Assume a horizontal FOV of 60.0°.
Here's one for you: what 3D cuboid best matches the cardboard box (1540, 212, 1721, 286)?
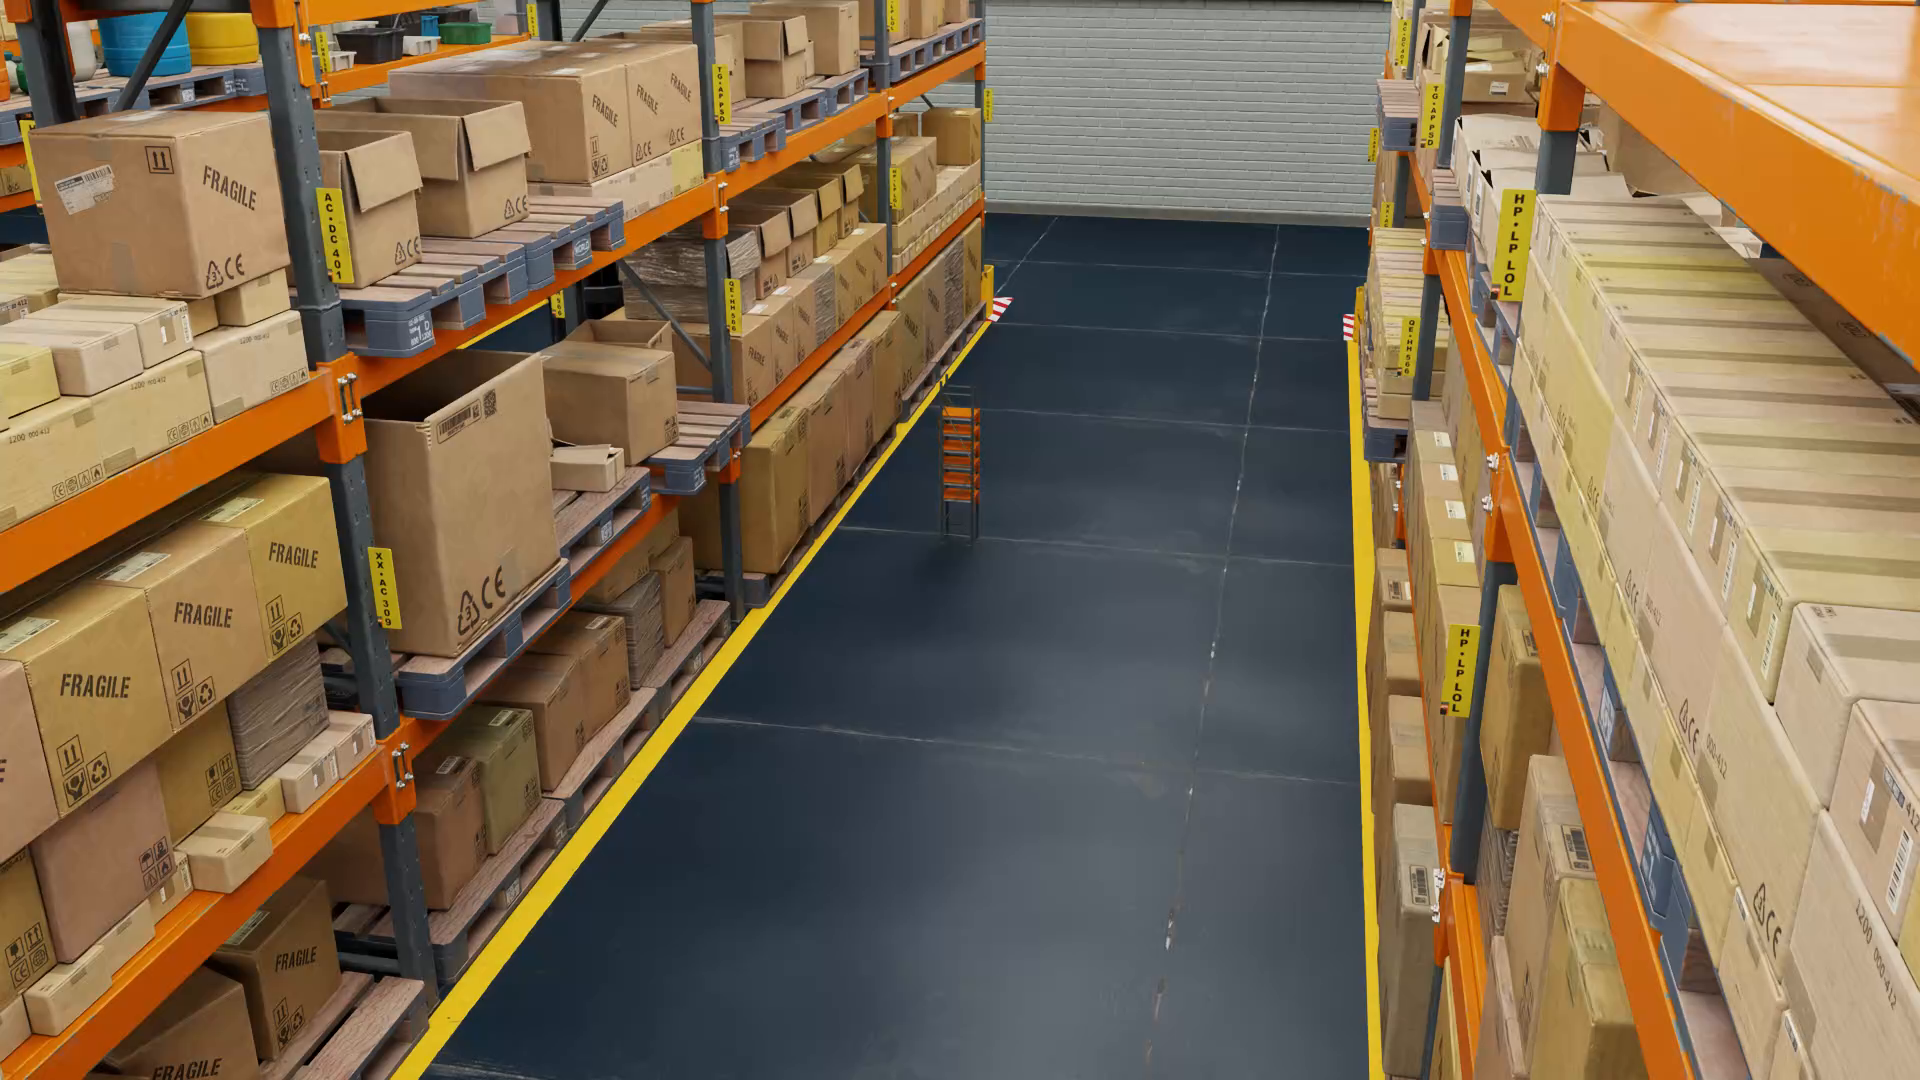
[{"bbox_3d":[1.686,-0.726,4.198,0.380,0.149,0.250,4,22,10],"label":"cardboard box"}]

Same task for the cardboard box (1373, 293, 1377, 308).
[{"bbox_3d":[2.983,-1.593,11.170,0.380,0.149,0.250,4,22,10],"label":"cardboard box"}]

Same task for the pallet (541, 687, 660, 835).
[{"bbox_3d":[-2.287,1.106,8.826,1.003,0.211,1.213,4,22,11],"label":"pallet"}]

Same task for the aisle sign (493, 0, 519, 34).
[{"bbox_3d":[-4.789,-5.432,17.845,0.394,0.787,0.004,4,22,11],"label":"aisle sign"}]

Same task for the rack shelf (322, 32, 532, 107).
[{"bbox_3d":[-5.499,-4.548,16.079,1.077,0.370,4.000,4,22,11],"label":"rack shelf"}]

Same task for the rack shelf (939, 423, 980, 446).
[{"bbox_3d":[-0.003,-0.733,11.543,0.258,0.103,0.180,4,22,11],"label":"rack shelf"}]

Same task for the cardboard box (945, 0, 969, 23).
[{"bbox_3d":[-0.296,-5.329,16.225,0.700,0.500,0.500,3,22,8],"label":"cardboard box"}]

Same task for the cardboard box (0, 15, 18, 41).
[{"bbox_3d":[-9.988,-5.349,17.304,0.500,0.250,0.500,4,22,11],"label":"cardboard box"}]

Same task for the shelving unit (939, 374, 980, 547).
[{"bbox_3d":[-0.003,-0.551,11.616,0.258,1.200,0.189,4,22,11],"label":"shelving unit"}]

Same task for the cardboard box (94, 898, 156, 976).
[{"bbox_3d":[-2.751,1.215,5.157,0.380,0.149,0.250,4,22,11],"label":"cardboard box"}]

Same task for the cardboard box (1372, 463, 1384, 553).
[{"bbox_3d":[3.040,-0.183,11.078,0.500,0.500,0.500,3,22,9],"label":"cardboard box"}]

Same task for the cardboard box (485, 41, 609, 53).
[{"bbox_3d":[-2.222,-2.436,9.068,0.500,0.500,0.500,5,22,11],"label":"cardboard box"}]

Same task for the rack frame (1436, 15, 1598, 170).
[{"bbox_3d":[2.960,-3.286,7.967,1.000,3.000,0.127,4,22,11],"label":"rack frame"}]

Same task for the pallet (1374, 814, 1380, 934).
[{"bbox_3d":[2.475,1.518,7.803,1.003,0.211,1.213,4,22,11],"label":"pallet"}]

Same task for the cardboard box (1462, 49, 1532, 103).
[{"bbox_3d":[2.789,-2.464,8.783,0.396,0.266,0.258,4,22,11],"label":"cardboard box"}]

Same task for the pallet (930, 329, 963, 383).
[{"bbox_3d":[-0.580,-1.807,16.059,1.003,0.211,1.213,4,22,11],"label":"pallet"}]

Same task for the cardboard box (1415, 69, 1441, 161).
[{"bbox_3d":[3.023,-2.536,9.985,0.500,0.500,0.500,4,22,11],"label":"cardboard box"}]

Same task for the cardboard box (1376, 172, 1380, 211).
[{"bbox_3d":[4.146,-3.273,15.432,0.500,0.500,0.500,5,22,11],"label":"cardboard box"}]

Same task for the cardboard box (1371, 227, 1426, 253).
[{"bbox_3d":[3.246,-2.211,12.307,0.380,0.149,0.250,6,23,14],"label":"cardboard box"}]

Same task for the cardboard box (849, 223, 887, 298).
[{"bbox_3d":[-0.887,-2.236,13.256,0.500,0.500,0.500,5,22,11],"label":"cardboard box"}]

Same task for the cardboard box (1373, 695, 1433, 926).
[{"bbox_3d":[2.383,1.222,7.254,1.050,0.750,0.750,4,22,11],"label":"cardboard box"}]

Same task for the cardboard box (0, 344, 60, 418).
[{"bbox_3d":[-2.741,-0.441,4.584,0.380,0.149,0.250,5,23,13],"label":"cardboard box"}]

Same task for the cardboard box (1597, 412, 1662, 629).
[{"bbox_3d":[1.464,-0.030,3.003,0.500,0.250,0.500,5,22,11],"label":"cardboard box"}]

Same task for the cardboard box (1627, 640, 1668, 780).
[{"bbox_3d":[1.324,0.294,2.733,0.380,0.149,0.250,5,22,11],"label":"cardboard box"}]

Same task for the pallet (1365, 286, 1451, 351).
[{"bbox_3d":[3.478,-1.609,12.090,1.003,0.211,1.213,4,22,11],"label":"pallet"}]

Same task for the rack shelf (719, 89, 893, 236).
[{"bbox_3d":[-1.467,-2.707,11.509,1.077,0.370,4.000,4,22,11],"label":"rack shelf"}]

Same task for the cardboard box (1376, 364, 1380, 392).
[{"bbox_3d":[2.715,-0.982,10.050,0.380,0.149,0.250,5,22,12],"label":"cardboard box"}]

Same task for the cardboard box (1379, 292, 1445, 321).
[{"bbox_3d":[2.824,-1.445,10.404,0.380,0.149,0.250,4,22,11],"label":"cardboard box"}]

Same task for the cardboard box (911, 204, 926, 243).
[{"bbox_3d":[-0.600,-2.783,14.551,0.500,0.250,0.500,4,22,11],"label":"cardboard box"}]

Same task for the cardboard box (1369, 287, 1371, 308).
[{"bbox_3d":[3.140,-1.742,11.939,0.380,0.149,0.250,5,22,11],"label":"cardboard box"}]

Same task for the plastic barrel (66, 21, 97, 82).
[{"bbox_3d":[-6.509,-3.605,12.030,0.433,0.535,0.433,0,22,0],"label":"plastic barrel"}]

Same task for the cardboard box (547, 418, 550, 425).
[{"bbox_3d":[-2.442,-0.448,8.590,0.500,0.250,0.500,4,22,9],"label":"cardboard box"}]

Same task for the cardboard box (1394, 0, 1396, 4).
[{"bbox_3d":[4.107,-4.881,14.941,0.380,0.149,0.250,4,22,11],"label":"cardboard box"}]

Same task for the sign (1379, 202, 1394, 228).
[{"bbox_3d":[3.244,-2.406,12.654,0.100,0.325,0.005,4,22,11],"label":"sign"}]

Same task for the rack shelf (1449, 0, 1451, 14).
[{"bbox_3d":[3.368,-3.498,9.993,1.077,0.370,4.000,4,22,11],"label":"rack shelf"}]

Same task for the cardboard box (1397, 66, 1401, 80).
[{"bbox_3d":[3.726,-3.670,13.136,0.500,0.250,0.500,4,22,11],"label":"cardboard box"}]

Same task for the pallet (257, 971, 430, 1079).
[{"bbox_3d":[-2.793,2.086,6.391,1.003,0.211,1.213,4,22,11],"label":"pallet"}]

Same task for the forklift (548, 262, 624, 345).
[{"bbox_3d":[-2.875,-2.347,13.759,1.130,2.935,3.031,-9,24,-21],"label":"forklift"}]

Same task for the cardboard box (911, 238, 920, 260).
[{"bbox_3d":[-0.566,-2.540,14.481,0.380,0.149,0.250,5,23,13],"label":"cardboard box"}]

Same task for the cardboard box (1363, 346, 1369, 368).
[{"bbox_3d":[3.901,-1.671,15.241,0.380,0.149,0.250,3,22,8],"label":"cardboard box"}]

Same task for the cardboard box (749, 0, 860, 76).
[{"bbox_3d":[-1.167,-3.801,12.565,0.700,0.500,0.500,5,22,12],"label":"cardboard box"}]

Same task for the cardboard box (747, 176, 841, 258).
[{"bbox_3d":[-1.332,-2.409,12.342,0.797,0.503,0.637,5,22,12],"label":"cardboard box"}]

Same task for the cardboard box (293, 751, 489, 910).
[{"bbox_3d":[-2.544,1.277,7.425,0.700,0.500,0.500,3,22,7],"label":"cardboard box"}]

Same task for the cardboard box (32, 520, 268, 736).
[{"bbox_3d":[-2.614,0.265,5.310,0.500,0.500,0.500,4,22,11],"label":"cardboard box"}]

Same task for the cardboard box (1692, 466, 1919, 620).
[{"bbox_3d":[1.273,0.017,2.355,0.380,0.149,0.250,5,22,11],"label":"cardboard box"}]

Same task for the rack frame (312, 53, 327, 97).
[{"bbox_3d":[-5.907,-2.759,14.688,1.000,3.000,0.127,4,22,11],"label":"rack frame"}]

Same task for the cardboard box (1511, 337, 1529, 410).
[{"bbox_3d":[1.737,-0.449,4.579,0.380,0.149,0.250,4,22,10],"label":"cardboard box"}]

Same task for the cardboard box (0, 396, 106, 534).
[{"bbox_3d":[-2.744,-0.214,4.555,0.500,0.250,0.500,4,22,11],"label":"cardboard box"}]

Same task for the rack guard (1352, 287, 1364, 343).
[{"bbox_3d":[4.577,-2.242,16.751,1.175,0.500,0.348,4,22,11],"label":"rack guard"}]

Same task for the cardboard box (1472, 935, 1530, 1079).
[{"bbox_3d":[1.765,1.417,4.119,0.875,0.550,0.550,4,22,11],"label":"cardboard box"}]

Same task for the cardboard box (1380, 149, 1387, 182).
[{"bbox_3d":[3.916,-3.373,14.343,0.500,0.500,0.500,4,22,9],"label":"cardboard box"}]

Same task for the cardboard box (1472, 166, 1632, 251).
[{"bbox_3d":[2.286,-1.289,6.448,0.500,0.311,0.500,4,22,9],"label":"cardboard box"}]

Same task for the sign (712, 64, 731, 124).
[{"bbox_3d":[-1.344,-2.507,9.357,0.100,0.325,0.005,4,22,11],"label":"sign"}]

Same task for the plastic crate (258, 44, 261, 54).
[{"bbox_3d":[-6.117,-4.230,14.610,0.450,0.188,0.662,4,22,11],"label":"plastic crate"}]

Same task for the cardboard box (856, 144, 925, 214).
[{"bbox_3d":[-0.602,-3.133,14.416,0.500,0.500,0.500,4,22,11],"label":"cardboard box"}]

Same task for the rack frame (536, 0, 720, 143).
[{"bbox_3d":[-1.875,-3.701,8.998,1.000,3.000,0.127,4,22,11],"label":"rack frame"}]

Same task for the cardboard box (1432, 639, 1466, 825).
[{"bbox_3d":[1.989,0.702,5.961,0.500,0.500,0.500,4,22,11],"label":"cardboard box"}]

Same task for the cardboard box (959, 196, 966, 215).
[{"bbox_3d":[-0.148,-3.294,16.353,0.380,0.149,0.250,5,22,12],"label":"cardboard box"}]

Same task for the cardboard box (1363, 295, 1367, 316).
[{"bbox_3d":[4.038,-2.219,15.807,0.380,0.149,0.250,4,22,11],"label":"cardboard box"}]
